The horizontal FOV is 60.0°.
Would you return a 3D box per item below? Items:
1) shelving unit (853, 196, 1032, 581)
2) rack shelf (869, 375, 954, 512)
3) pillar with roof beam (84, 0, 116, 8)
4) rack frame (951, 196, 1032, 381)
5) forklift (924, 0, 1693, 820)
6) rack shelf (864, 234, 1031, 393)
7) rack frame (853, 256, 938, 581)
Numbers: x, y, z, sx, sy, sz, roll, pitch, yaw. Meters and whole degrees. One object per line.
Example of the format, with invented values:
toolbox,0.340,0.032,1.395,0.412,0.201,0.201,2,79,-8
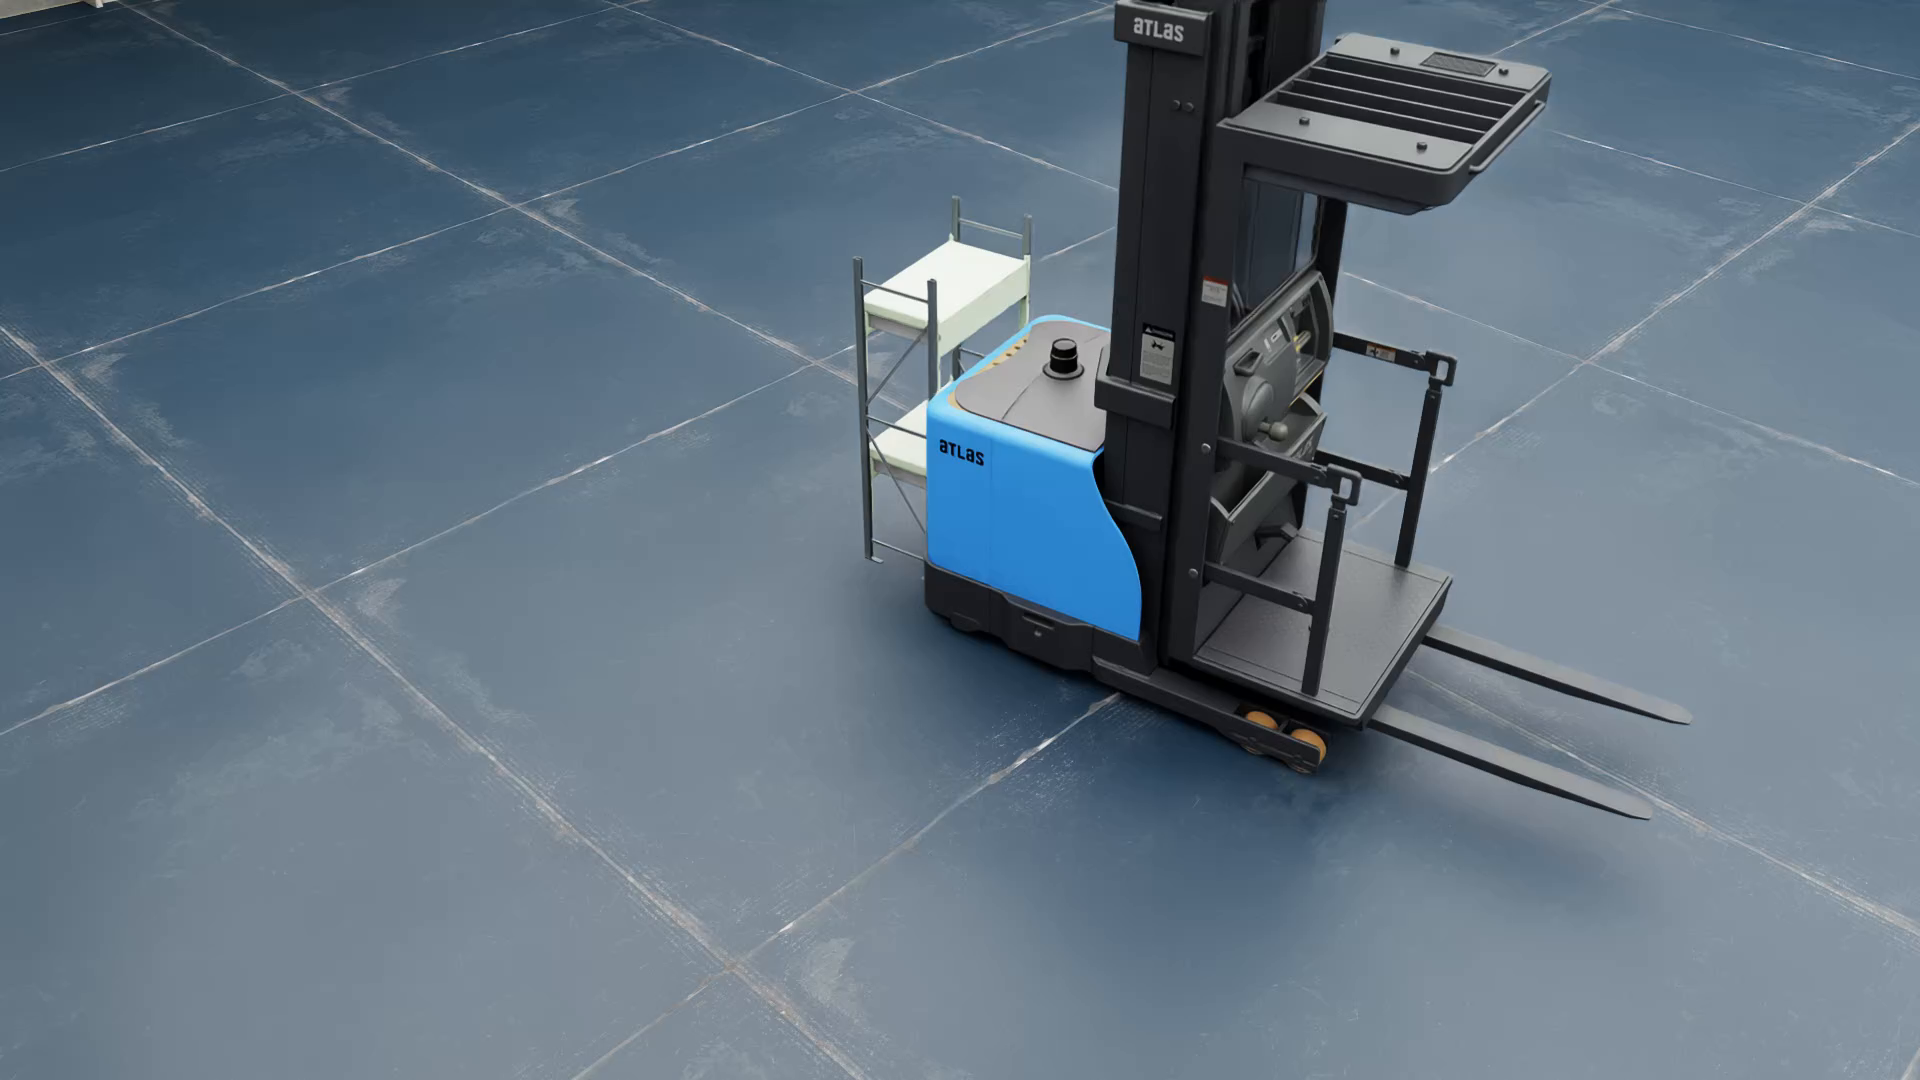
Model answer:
shelving unit,-0.065,-0.652,7.374,0.431,1.500,0.755,20,40,27
rack shelf,-0.065,-0.385,7.561,0.431,0.370,0.720,20,40,27
pillar with roof beam,-4.350,-6.682,9.465,9.100,9.000,0.400,30,45,35
rack frame,0.135,-0.828,7.626,0.400,1.500,0.023,20,40,27
forklift,1.365,-0.649,6.118,3.031,2.935,1.130,20,40,26
rack shelf,-0.065,-0.972,7.151,0.431,0.370,0.720,20,40,27
rack frame,-0.264,-0.477,7.122,0.400,1.500,0.023,20,40,27
